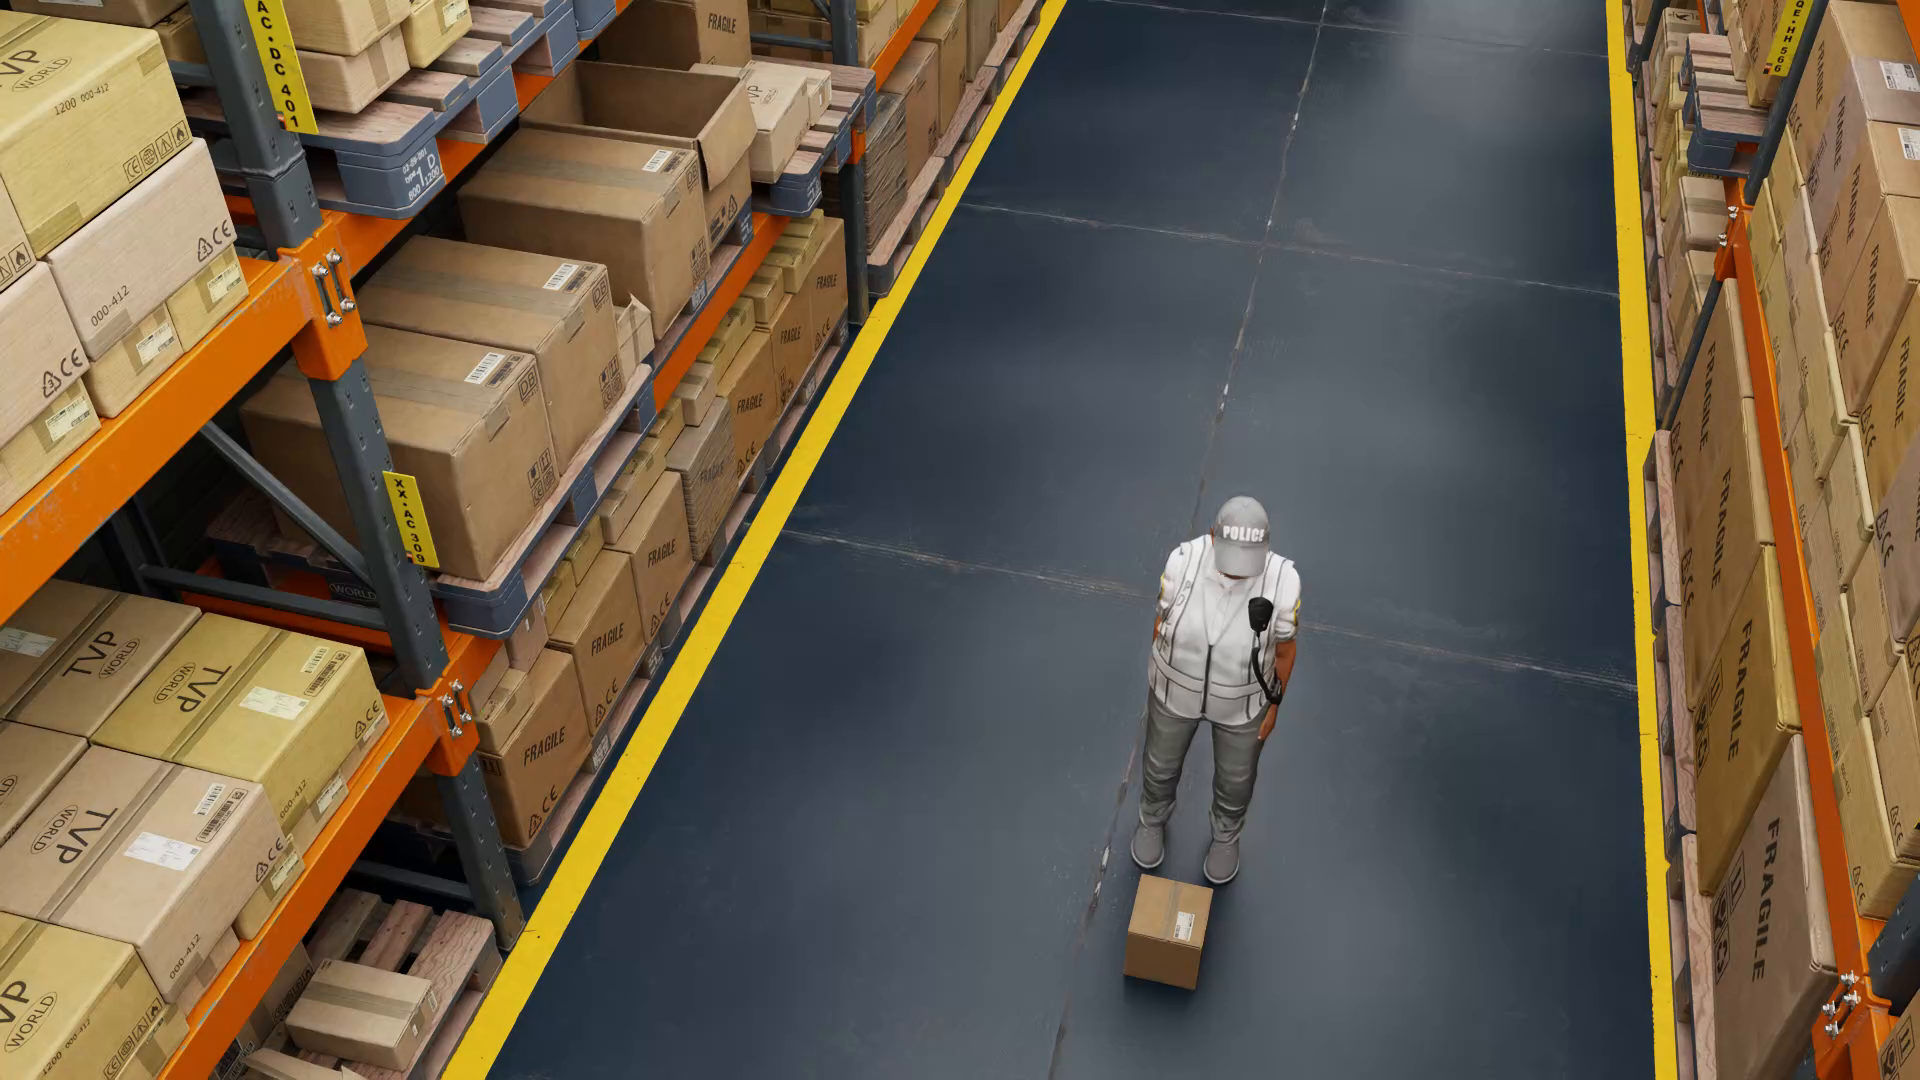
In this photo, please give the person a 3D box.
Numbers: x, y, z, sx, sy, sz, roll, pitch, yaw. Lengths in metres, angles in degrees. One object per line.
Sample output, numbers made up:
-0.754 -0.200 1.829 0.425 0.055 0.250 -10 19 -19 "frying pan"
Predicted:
0.859 0.514 5.579 0.469 1.659 0.390 11 42 12 "person"
